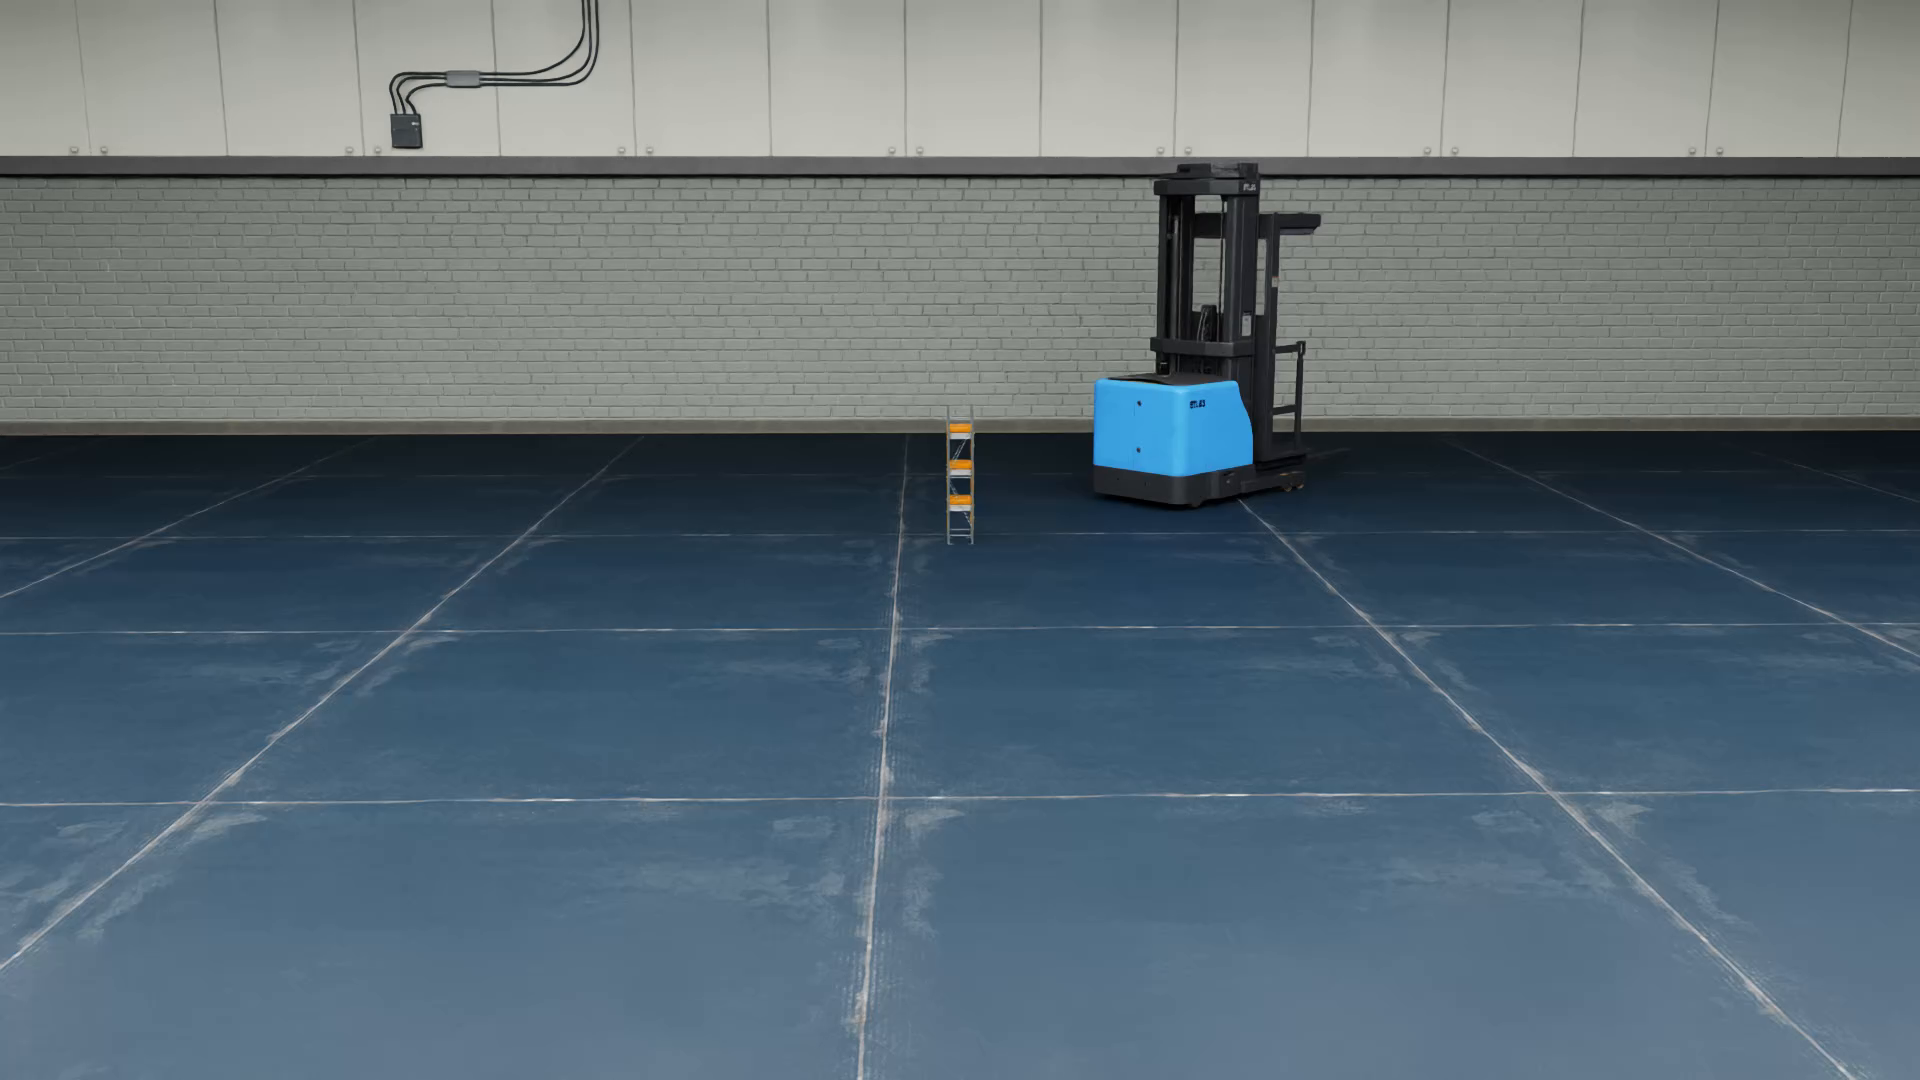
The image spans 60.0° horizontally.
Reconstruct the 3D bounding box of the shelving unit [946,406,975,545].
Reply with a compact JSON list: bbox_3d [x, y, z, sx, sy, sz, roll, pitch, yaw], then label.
[{"bbox_3d":[0.001,-0.504,12.902,0.215,1.050,0.252,0,11,-1],"label":"shelving unit"}]

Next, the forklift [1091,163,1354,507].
[{"bbox_3d":[2.570,-1.946,15.281,3.031,2.935,1.130,-11,16,-44],"label":"forklift"}]

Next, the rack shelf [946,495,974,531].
[{"bbox_3d":[0.001,-0.221,12.960,0.215,0.259,0.240,0,11,-1],"label":"rack shelf"}]

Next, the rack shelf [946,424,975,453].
[{"bbox_3d":[0.001,-0.772,12.848,0.215,0.259,0.240,0,11,-1],"label":"rack shelf"}]

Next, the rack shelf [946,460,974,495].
[{"bbox_3d":[0.001,-0.494,12.904,0.215,0.259,0.240,0,11,-1],"label":"rack shelf"}]

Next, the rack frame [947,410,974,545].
[{"bbox_3d":[0.004,-0.480,12.783,0.200,1.050,0.008,0,11,-1],"label":"rack frame"}]

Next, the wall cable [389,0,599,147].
[{"bbox_3d":[-5.099,-7.282,17.765,2.305,6.003,0.169,0,11,-1],"label":"wall cable"}]

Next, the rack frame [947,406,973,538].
[{"bbox_3d":[-0.001,-0.528,13.022,0.200,1.050,0.008,0,11,-1],"label":"rack frame"}]
